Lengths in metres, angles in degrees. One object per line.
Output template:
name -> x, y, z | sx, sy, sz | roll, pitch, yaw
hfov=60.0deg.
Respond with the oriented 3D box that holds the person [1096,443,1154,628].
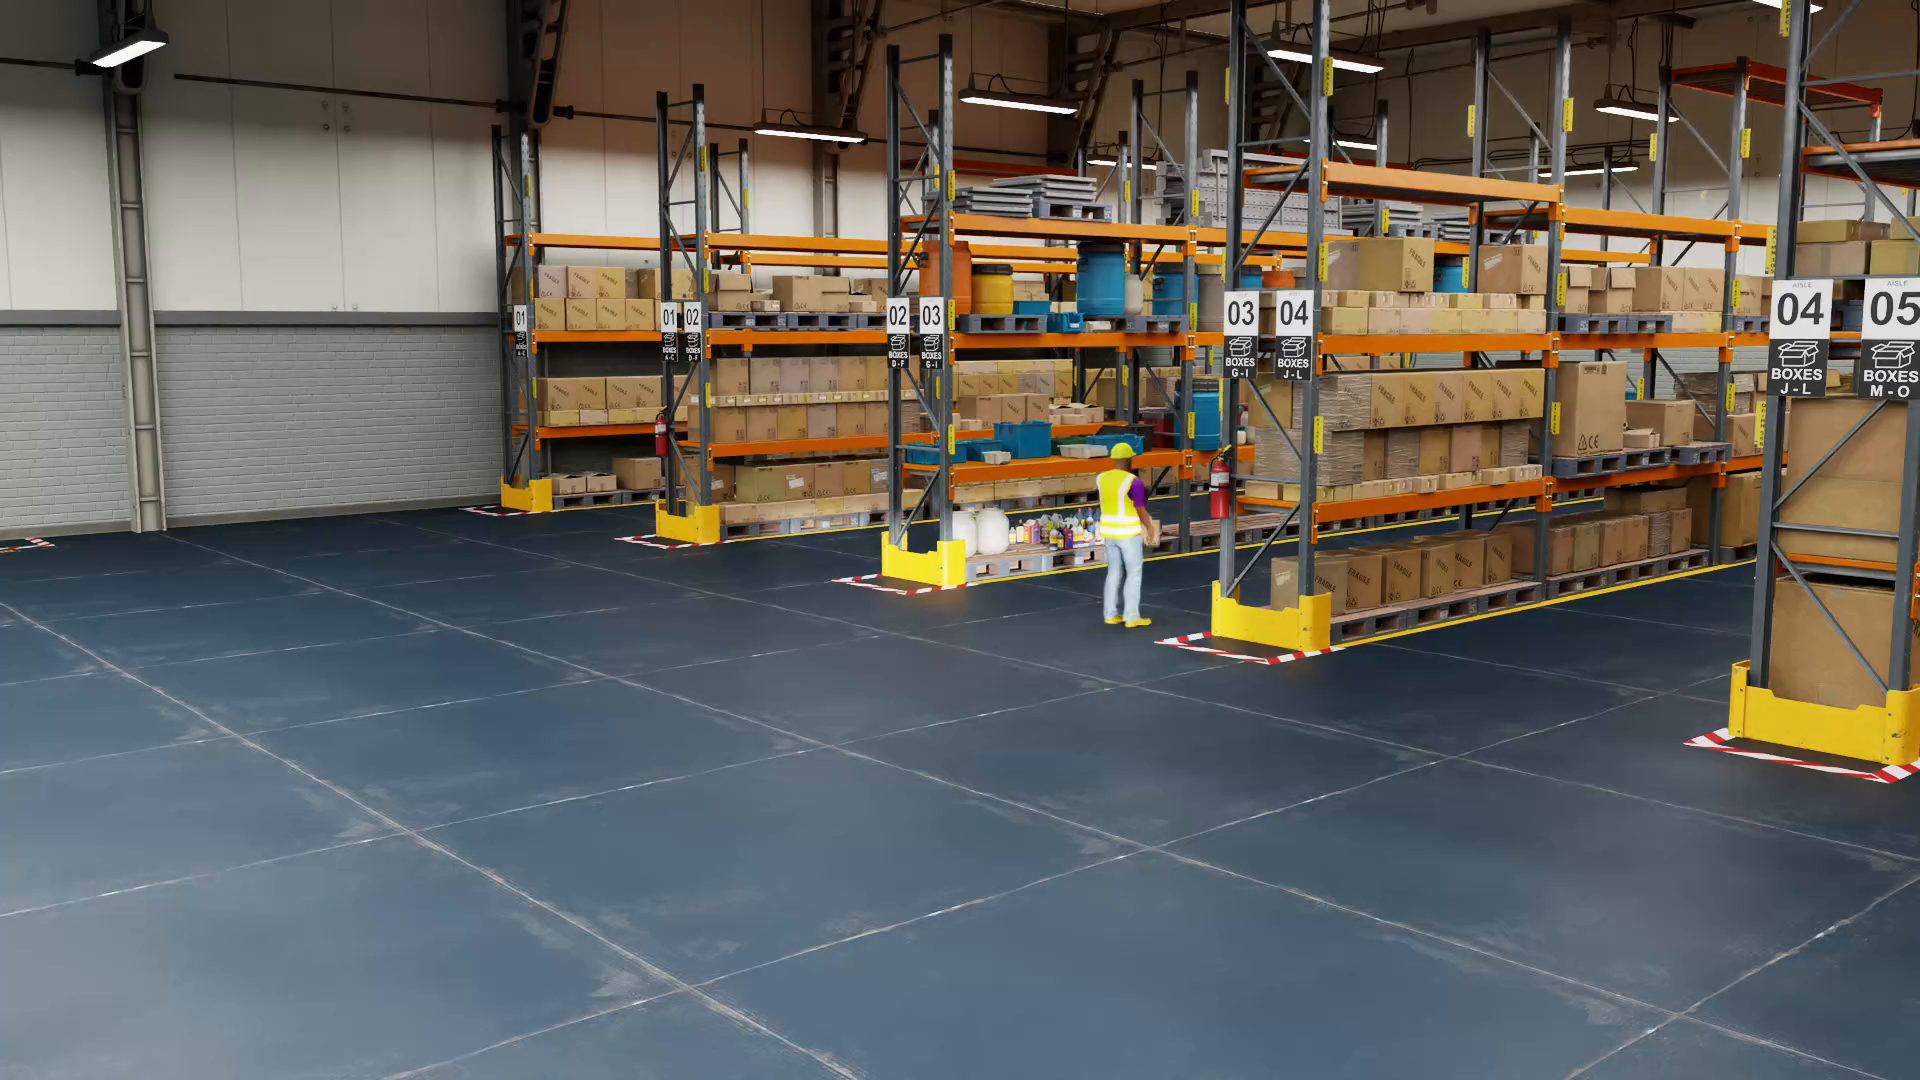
person -> 1.611, -0.057, 16.127 | 0.509, 1.768, 0.562 | -7, 10, -42
